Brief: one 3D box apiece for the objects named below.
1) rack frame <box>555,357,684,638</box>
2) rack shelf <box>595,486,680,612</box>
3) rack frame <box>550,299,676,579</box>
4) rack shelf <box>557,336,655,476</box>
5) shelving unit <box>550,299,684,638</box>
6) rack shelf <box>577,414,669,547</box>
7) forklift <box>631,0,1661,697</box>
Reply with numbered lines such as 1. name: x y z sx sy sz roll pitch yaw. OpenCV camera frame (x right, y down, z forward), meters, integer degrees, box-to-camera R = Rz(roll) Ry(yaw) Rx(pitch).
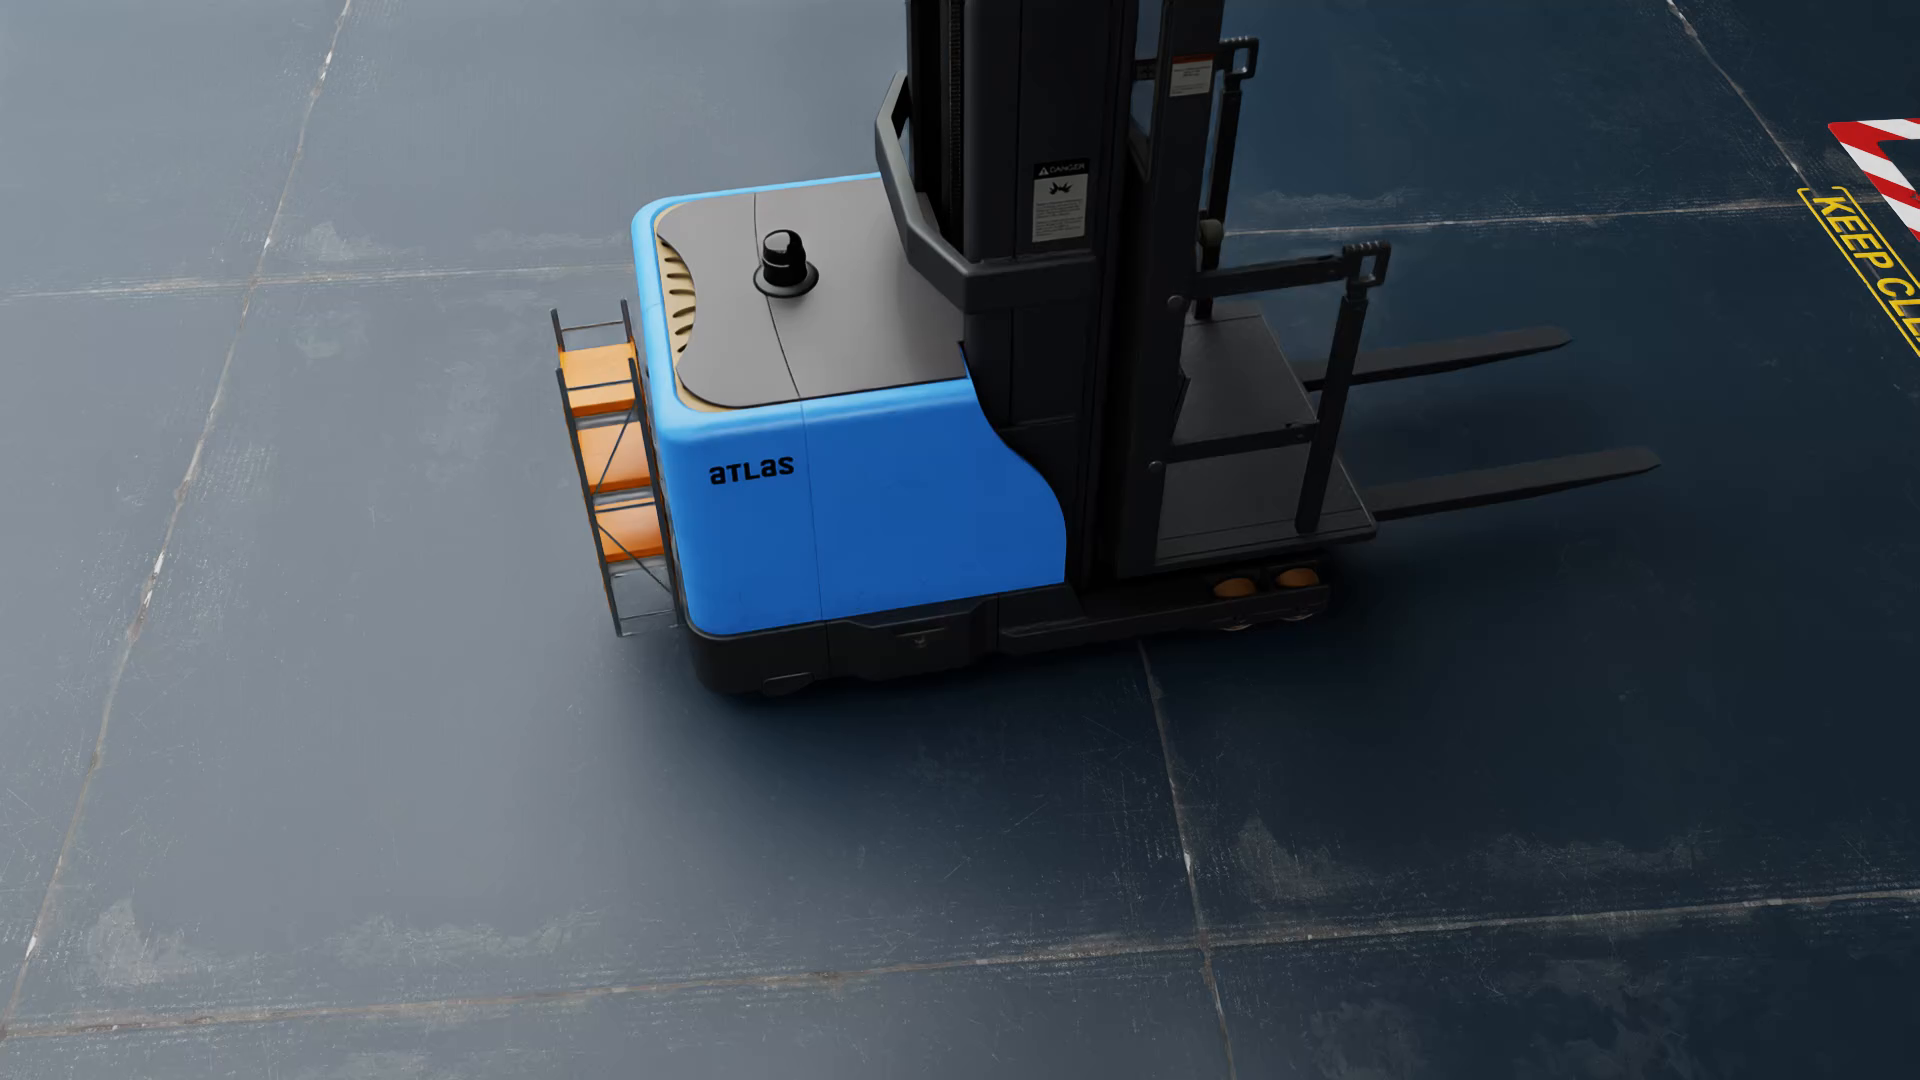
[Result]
1. rack frame: -0.928 -0.087 4.610 0.200 1.050 0.008 -9 47 -9
2. rack shelf: -0.955 0.025 4.901 0.215 0.259 0.240 -9 47 -9
3. rack frame: -0.982 -0.260 4.773 0.200 1.050 0.008 -9 47 -9
4. rack shelf: -0.955 -0.362 4.493 0.215 0.259 0.240 -9 47 -9
5. shelving unit: -0.955 -0.174 4.692 0.215 1.050 0.252 -9 47 -9
6. rack shelf: -0.955 -0.167 4.699 0.215 0.259 0.240 -9 47 -9
7. forklift: 0.633 -1.104 4.277 3.031 2.935 1.130 -9 47 -8
